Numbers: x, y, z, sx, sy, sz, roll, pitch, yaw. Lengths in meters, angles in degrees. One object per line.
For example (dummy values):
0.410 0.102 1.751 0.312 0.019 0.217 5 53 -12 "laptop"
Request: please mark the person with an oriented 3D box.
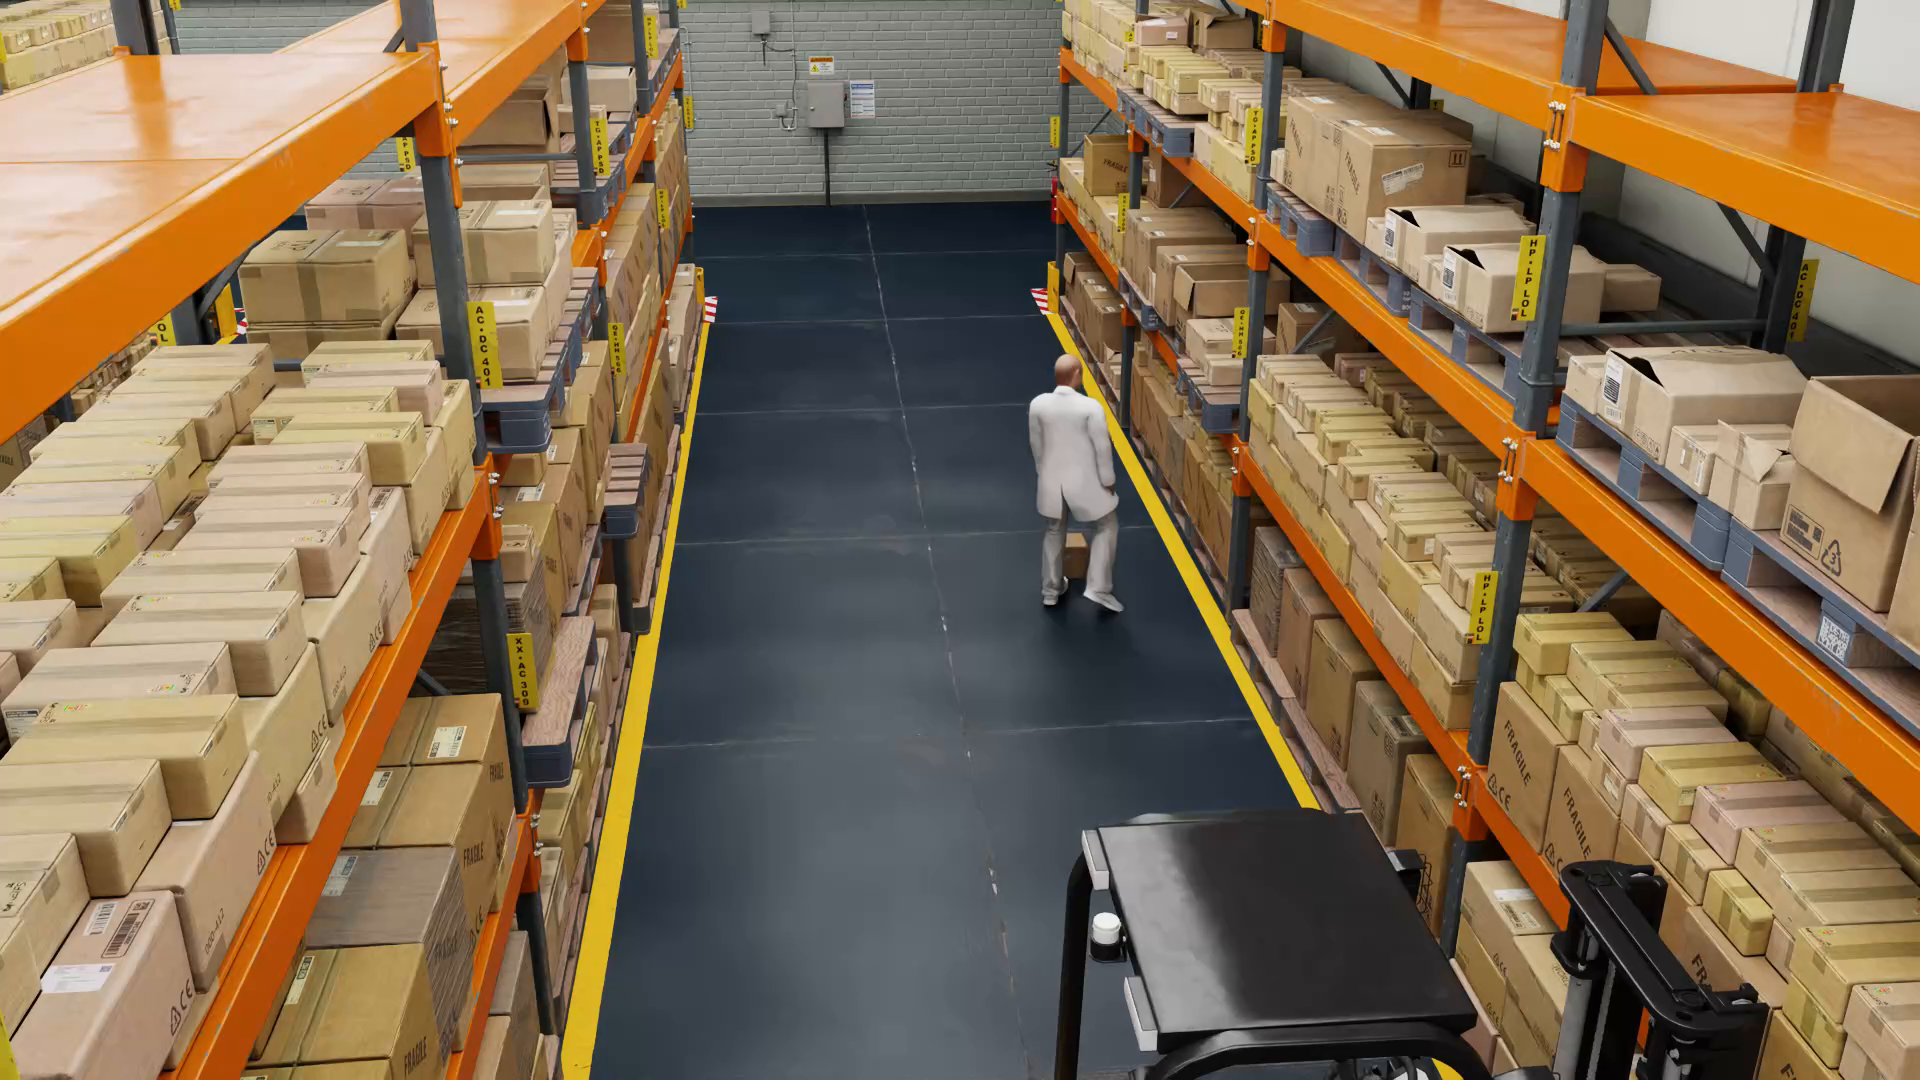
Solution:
0.799 -0.372 11.223 0.684 1.815 0.414 10 25 23 "person"
